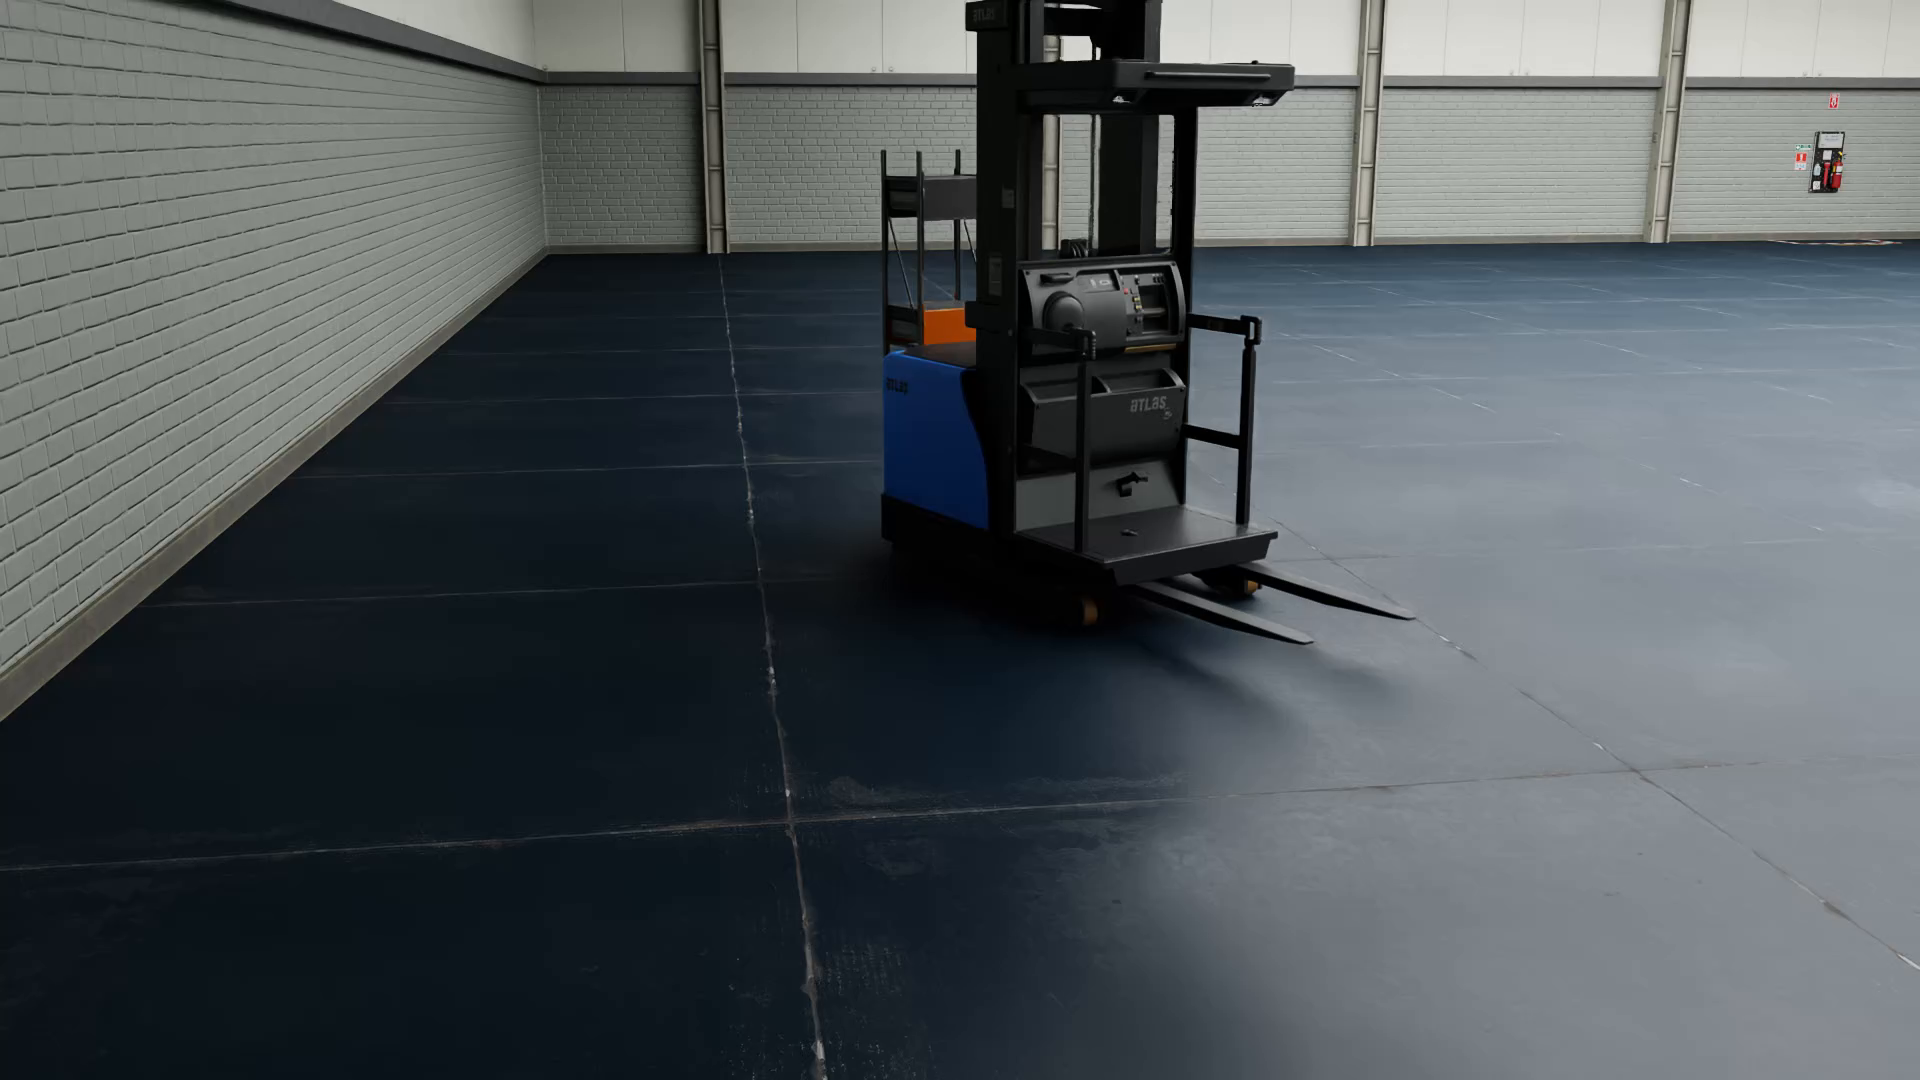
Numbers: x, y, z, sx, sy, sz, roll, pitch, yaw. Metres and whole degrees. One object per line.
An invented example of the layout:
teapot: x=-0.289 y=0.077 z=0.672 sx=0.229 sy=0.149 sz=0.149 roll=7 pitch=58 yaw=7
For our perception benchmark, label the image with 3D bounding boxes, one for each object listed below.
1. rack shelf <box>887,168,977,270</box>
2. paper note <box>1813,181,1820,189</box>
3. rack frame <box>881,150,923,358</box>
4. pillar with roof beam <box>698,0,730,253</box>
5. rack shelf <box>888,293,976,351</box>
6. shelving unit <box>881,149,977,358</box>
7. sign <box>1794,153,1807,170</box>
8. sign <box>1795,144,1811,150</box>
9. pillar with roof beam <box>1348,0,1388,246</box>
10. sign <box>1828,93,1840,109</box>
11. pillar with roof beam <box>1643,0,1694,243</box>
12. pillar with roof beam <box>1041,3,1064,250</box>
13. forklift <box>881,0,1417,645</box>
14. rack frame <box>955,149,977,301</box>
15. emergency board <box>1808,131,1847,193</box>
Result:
rack shelf: x=-0.112 y=-1.770 z=9.142 sx=0.480 sy=0.518 sz=0.431 roll=-9 pitch=17 yaw=-33
paper note: x=16.790 y=-6.952 z=32.587 sx=0.142 sy=0.148 sz=0.016 roll=-2 pitch=14 yaw=-8
rack frame: x=-0.315 y=-1.071 z=9.177 sx=0.015 sy=2.100 sz=0.400 roll=-9 pitch=17 yaw=-33
pillar with roof beam: x=-3.667 y=-8.454 z=24.433 sx=0.400 sy=9.000 sz=9.100 roll=-2 pitch=14 yaw=-8
rack shelf: x=-0.112 y=-1.091 z=9.312 sx=0.480 sy=0.518 sz=0.431 roll=-9 pitch=17 yaw=-33
shelving unit: x=-0.112 y=-1.104 z=9.309 sx=0.503 sy=2.100 sz=0.431 roll=-9 pitch=17 yaw=-33
sign: x=16.413 y=-7.391 z=32.454 sx=0.234 sy=0.329 sz=0.001 roll=-2 pitch=14 yaw=-8
sign: x=16.419 y=-7.646 z=32.381 sx=0.331 sy=0.109 sz=0.001 roll=-2 pitch=14 yaw=-8
pillar with roof beam: x=8.200 y=-8.889 z=26.167 sx=0.400 sy=9.000 sz=9.100 roll=-2 pitch=14 yaw=-8
sign: x=16.952 y=-8.517 z=32.251 sx=0.199 sy=0.298 sz=0.001 roll=-2 pitch=14 yaw=-8
pillar with roof beam: x=14.133 y=-9.106 z=27.034 sx=0.400 sy=9.000 sz=9.100 roll=-2 pitch=14 yaw=-8
pillar with roof beam: x=2.267 y=-8.671 z=25.300 sx=0.400 sy=9.000 sz=9.100 roll=-2 pitch=14 yaw=-8
forklift: x=0.812 y=-1.142 z=7.752 sx=1.130 sy=2.935 sz=3.031 roll=-9 pitch=17 yaw=-33
rack frame: x=0.091 y=-1.137 z=9.440 sx=0.015 sy=2.100 sz=0.400 roll=-9 pitch=17 yaw=-33
emergency board: x=16.975 y=-7.369 z=32.439 sx=0.643 sy=1.169 sz=0.194 roll=-2 pitch=14 yaw=-8
